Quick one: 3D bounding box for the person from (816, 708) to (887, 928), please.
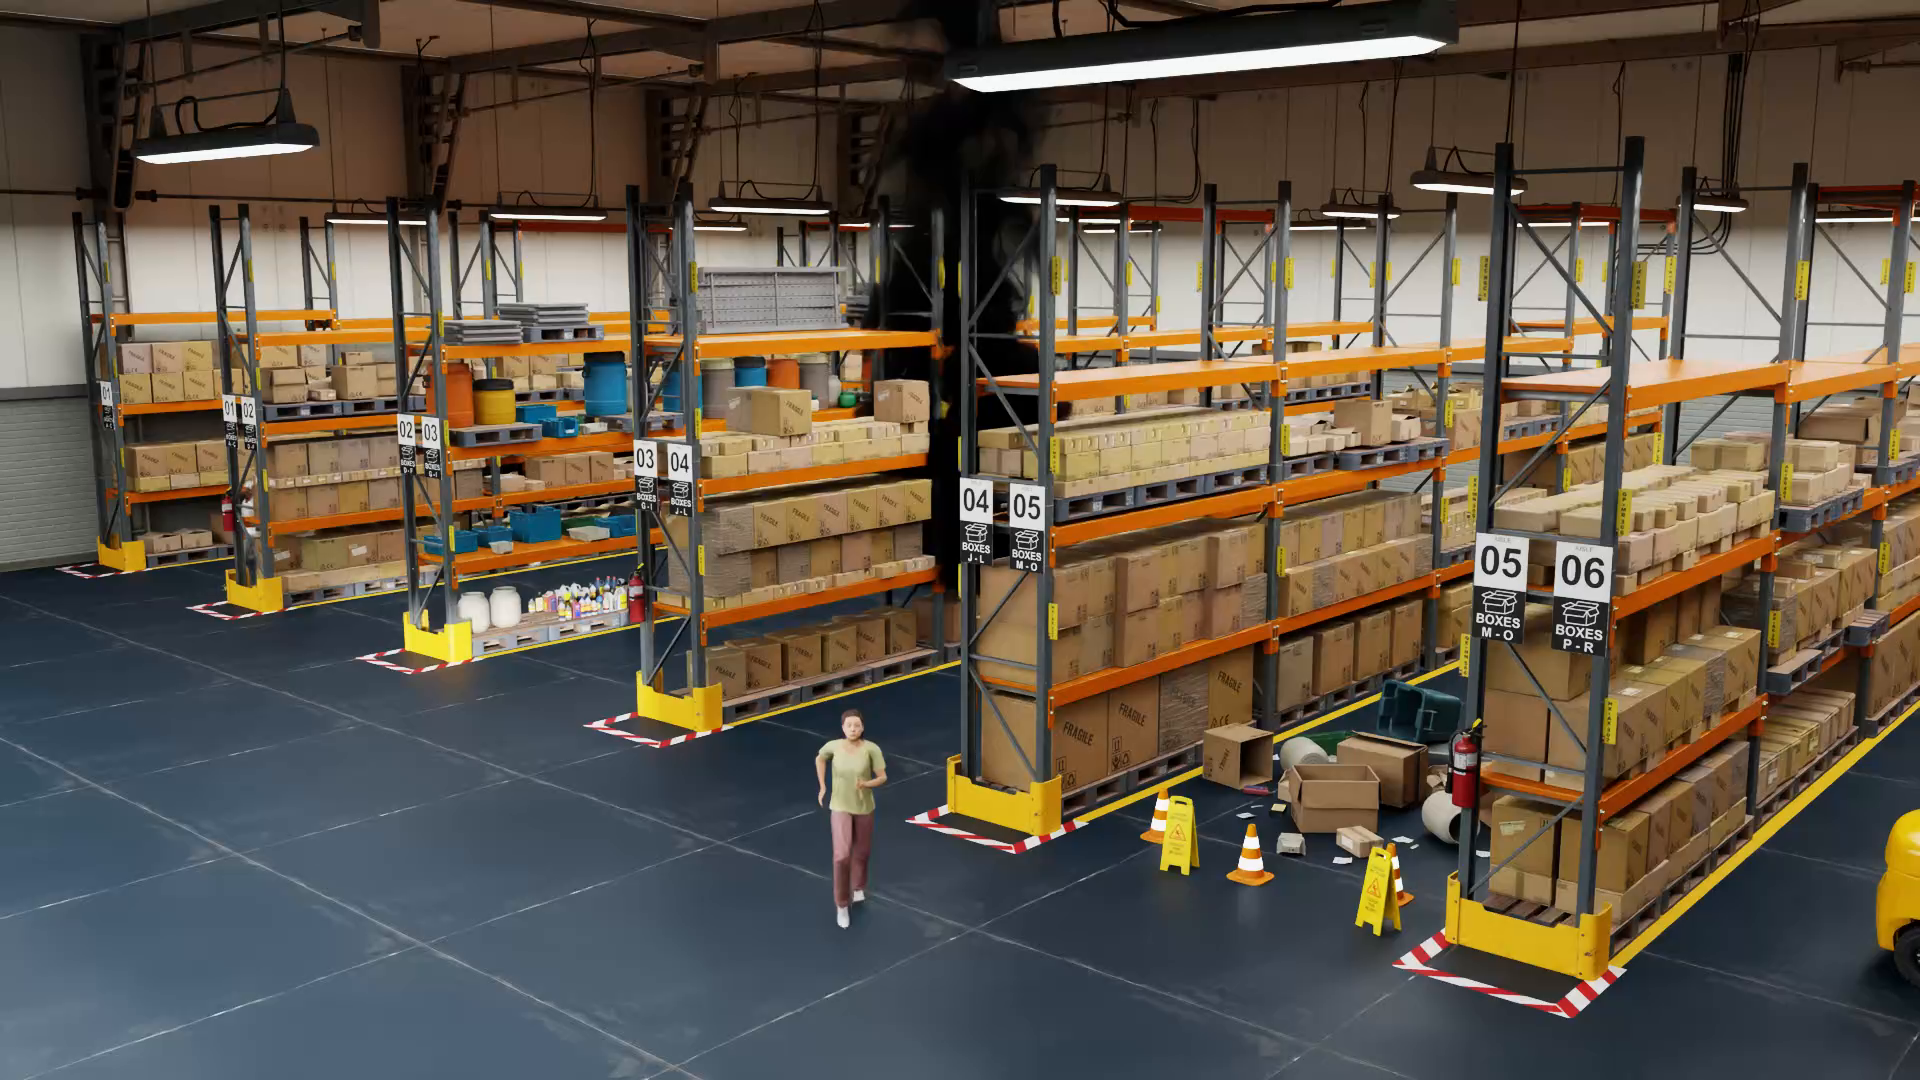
[{"bbox_3d":[-0.854,2.175,13.200,0.547,1.721,0.723,-1,10,-8],"label":"person"}]

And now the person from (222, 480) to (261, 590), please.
[{"bbox_3d":[-11.413,-0.087,26.598,0.715,1.712,0.931,8,13,41],"label":"person"}]
